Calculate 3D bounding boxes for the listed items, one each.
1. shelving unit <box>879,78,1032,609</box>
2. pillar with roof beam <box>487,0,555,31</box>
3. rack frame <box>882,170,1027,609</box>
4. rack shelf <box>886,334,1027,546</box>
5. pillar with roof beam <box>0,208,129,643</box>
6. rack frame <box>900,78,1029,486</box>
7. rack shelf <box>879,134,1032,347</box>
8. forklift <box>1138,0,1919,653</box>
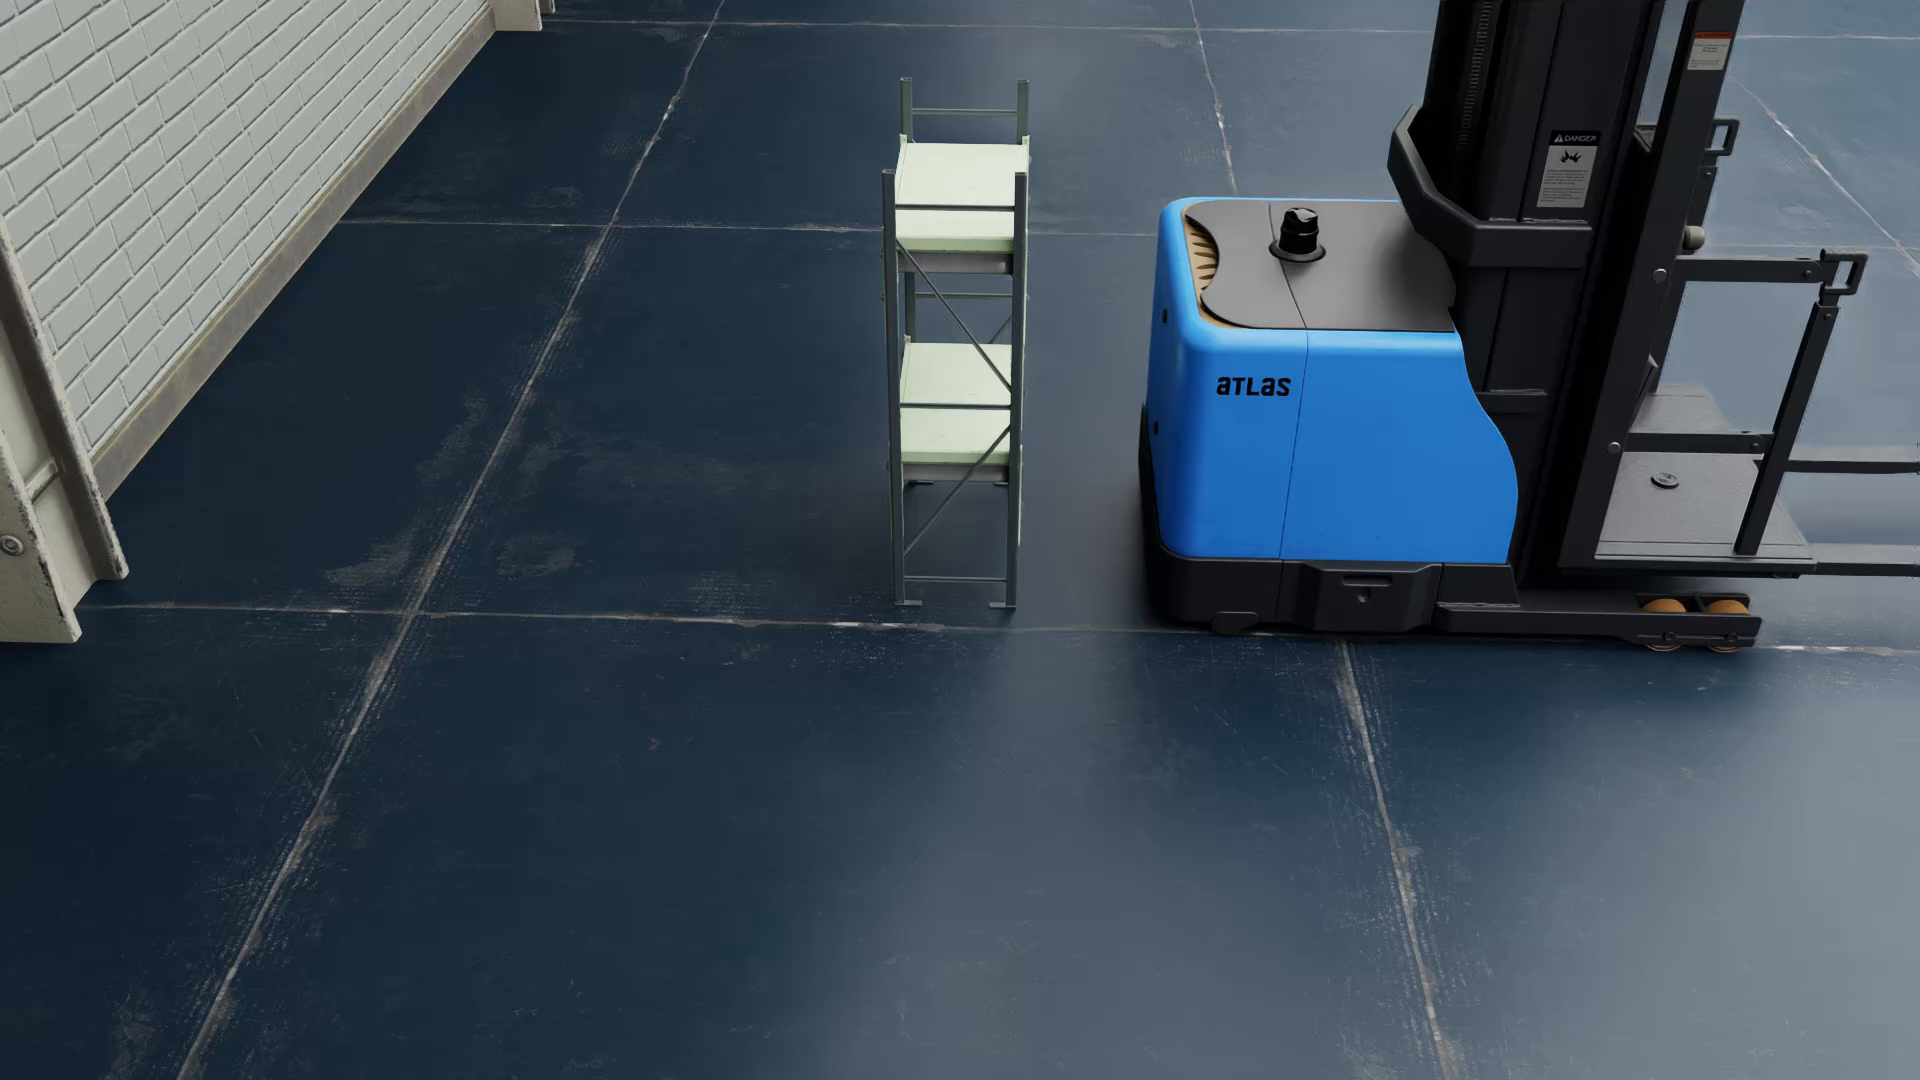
[{"bbox_3d":[0.000,-0.610,5.313,0.431,1.500,0.755,1,35,2],"label":"shelving unit"},{"bbox_3d":[1.582,-6.819,7.627,9.100,9.000,0.400,1,35,2],"label":"pillar with roof beam"},{"bbox_3d":[-0.015,-0.399,5.014,0.400,1.500,0.023,1,35,2],"label":"rack frame"},{"bbox_3d":[0.000,-0.343,5.501,0.431,0.370,0.720,1,35,2],"label":"rack shelf"},{"bbox_3d":[1.341,-3.372,2.722,9.100,9.000,0.400,1,35,2],"label":"pillar with roof beam"},{"bbox_3d":[0.014,-0.820,5.613,0.400,1.500,0.023,1,35,2],"label":"rack frame"},{"bbox_3d":[0.000,-0.929,5.089,0.431,0.370,0.720,1,35,2],"label":"rack shelf"},{"bbox_3d":[2.146,-1.157,4.847,3.031,2.935,1.130,1,35,2],"label":"forklift"}]
